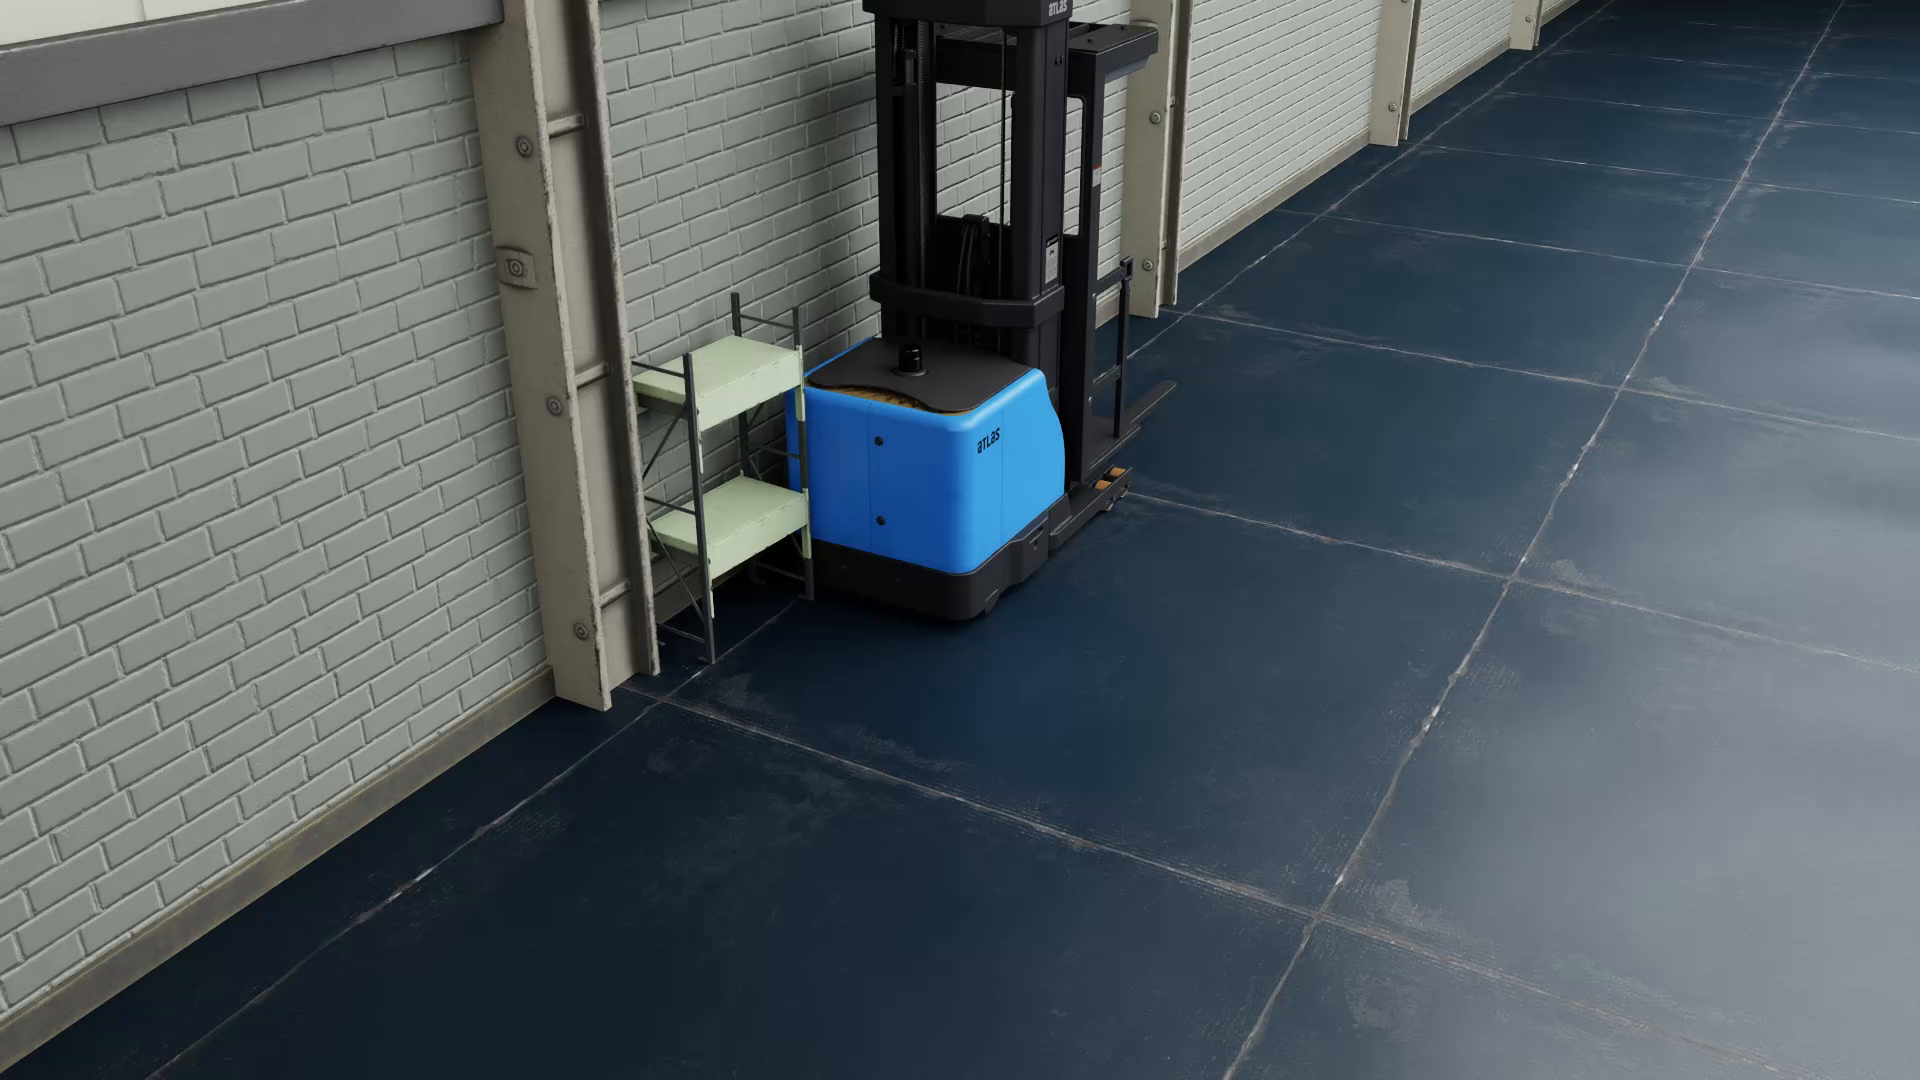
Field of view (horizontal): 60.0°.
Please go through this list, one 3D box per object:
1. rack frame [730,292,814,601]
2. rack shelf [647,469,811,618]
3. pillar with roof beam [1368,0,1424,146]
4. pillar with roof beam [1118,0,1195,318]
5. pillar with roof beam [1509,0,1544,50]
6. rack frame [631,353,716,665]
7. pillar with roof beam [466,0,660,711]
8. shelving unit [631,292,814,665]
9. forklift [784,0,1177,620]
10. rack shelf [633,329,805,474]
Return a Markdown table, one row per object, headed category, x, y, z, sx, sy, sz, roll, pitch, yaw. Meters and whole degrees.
| category | x | y | z | sx | sy | sz | roll | pitch | yaw |
| --- | --- | --- | --- | --- | --- | --- | --- | --- | --- |
| rack frame | -0.888 | -0.424 | 7.922 | 0.400 | 1.500 | 0.023 | 17 | 31 | 30 |
| rack shelf | -1.090 | 0.004 | 7.795 | 0.431 | 0.370 | 0.720 | 17 | 31 | 30 |
| pillar with roof beam | 8.062 | -7.115 | 12.910 | 9.100 | 9.000 | 0.400 | 14 | 30 | 26 |
| pillar with roof beam | 5.110 | -4.777 | 8.239 | 9.100 | 9.000 | 0.400 | 14 | 30 | 26 |
| pillar with roof beam | 11.013 | -9.453 | 17.581 | 9.100 | 9.000 | 0.400 | 14 | 30 | 26 |
| rack frame | -1.293 | -0.151 | 7.377 | 0.400 | 1.500 | 0.023 | 17 | 31 | 30 |
| pillar with roof beam | 2.158 | -2.438 | 3.568 | 9.100 | 9.000 | 0.400 | 14 | 30 | 26 |
| shelving unit | -1.090 | -0.288 | 7.649 | 0.431 | 1.500 | 0.755 | 17 | 31 | 30 |
| forklift | 0.304 | -1.558 | 8.587 | 1.130 | 2.935 | 3.031 | 14 | 30 | 26 |
| rack shelf | -1.090 | -0.637 | 7.475 | 0.431 | 0.370 | 0.720 | 17 | 31 | 30 |
